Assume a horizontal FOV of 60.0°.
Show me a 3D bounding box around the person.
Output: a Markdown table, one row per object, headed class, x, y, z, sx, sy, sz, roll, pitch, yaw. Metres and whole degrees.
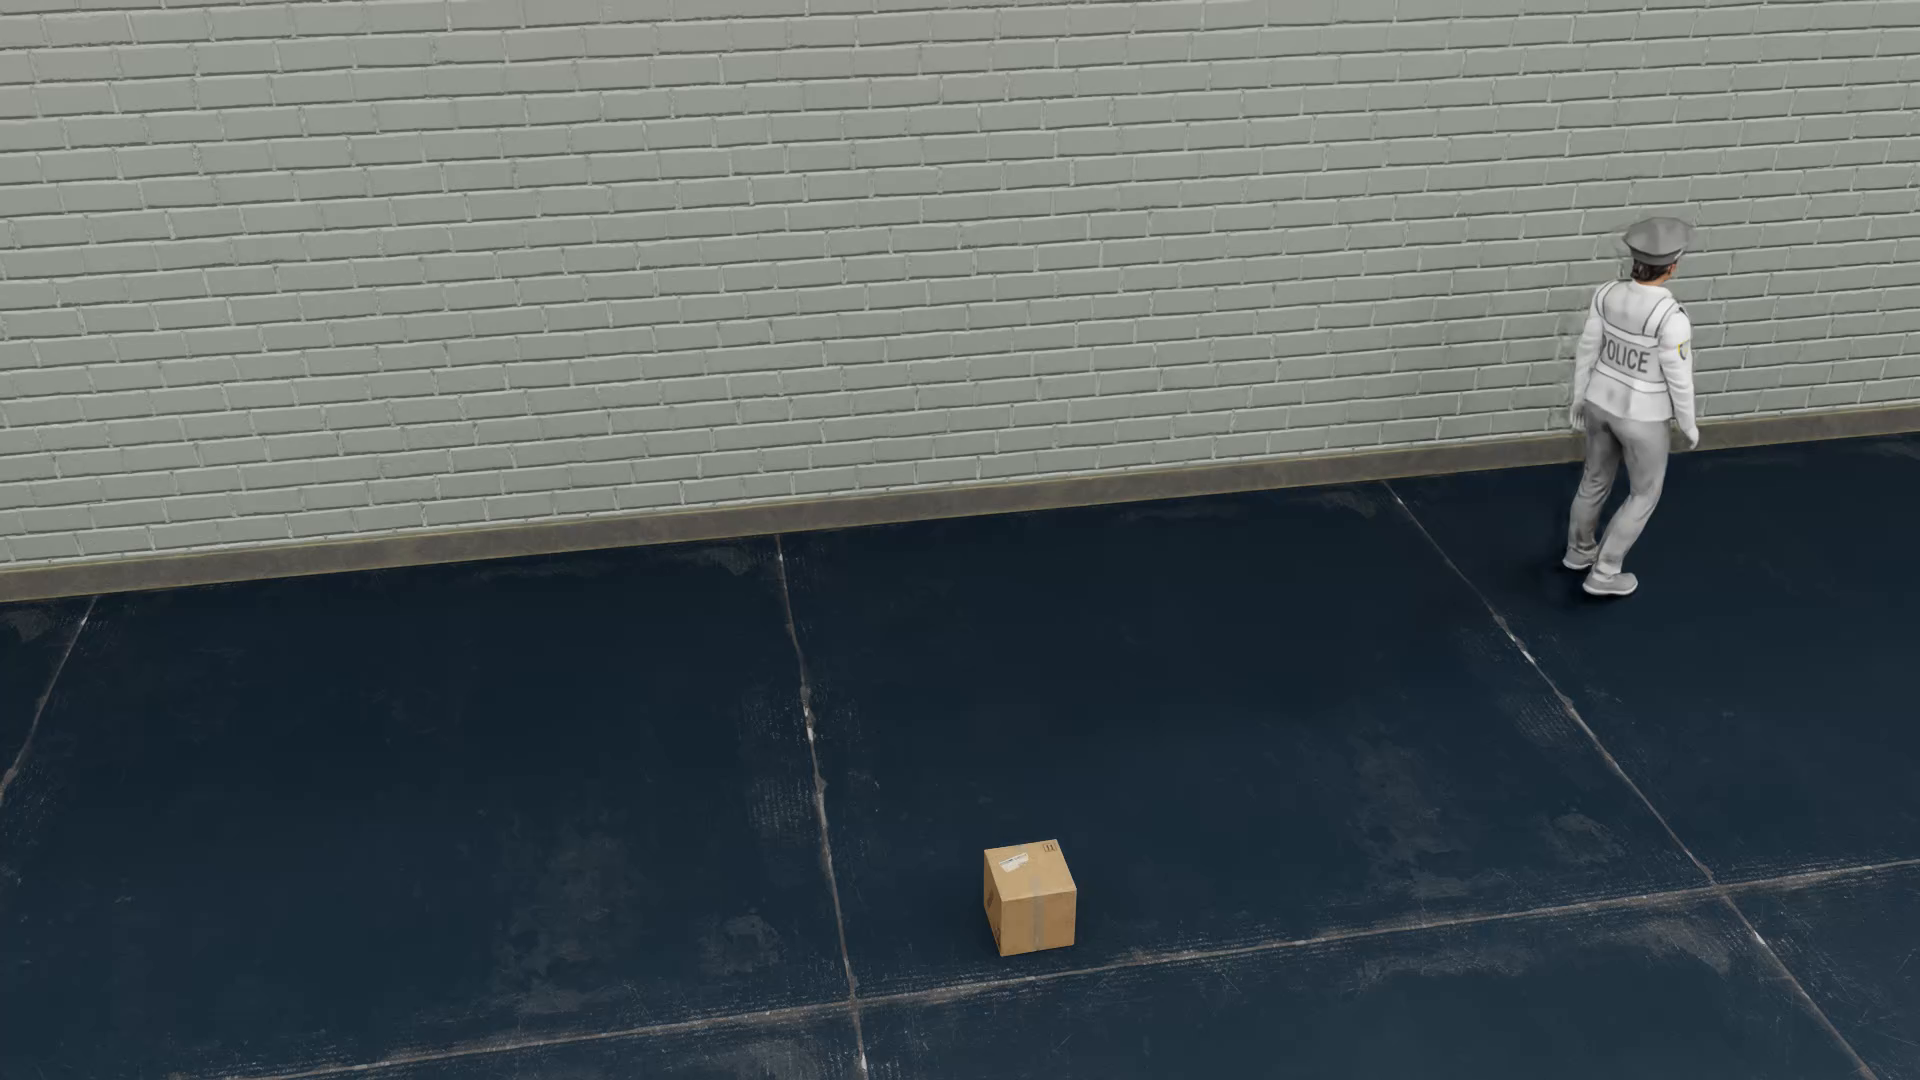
| class | x | y | z | sx | sy | sz | roll | pitch | yaw |
| --- | --- | --- | --- | --- | --- | --- | --- | --- | --- |
| person | 2.836 | -0.539 | 6.998 | 0.448 | 1.696 | 0.520 | -16 | 34 | -24 |
